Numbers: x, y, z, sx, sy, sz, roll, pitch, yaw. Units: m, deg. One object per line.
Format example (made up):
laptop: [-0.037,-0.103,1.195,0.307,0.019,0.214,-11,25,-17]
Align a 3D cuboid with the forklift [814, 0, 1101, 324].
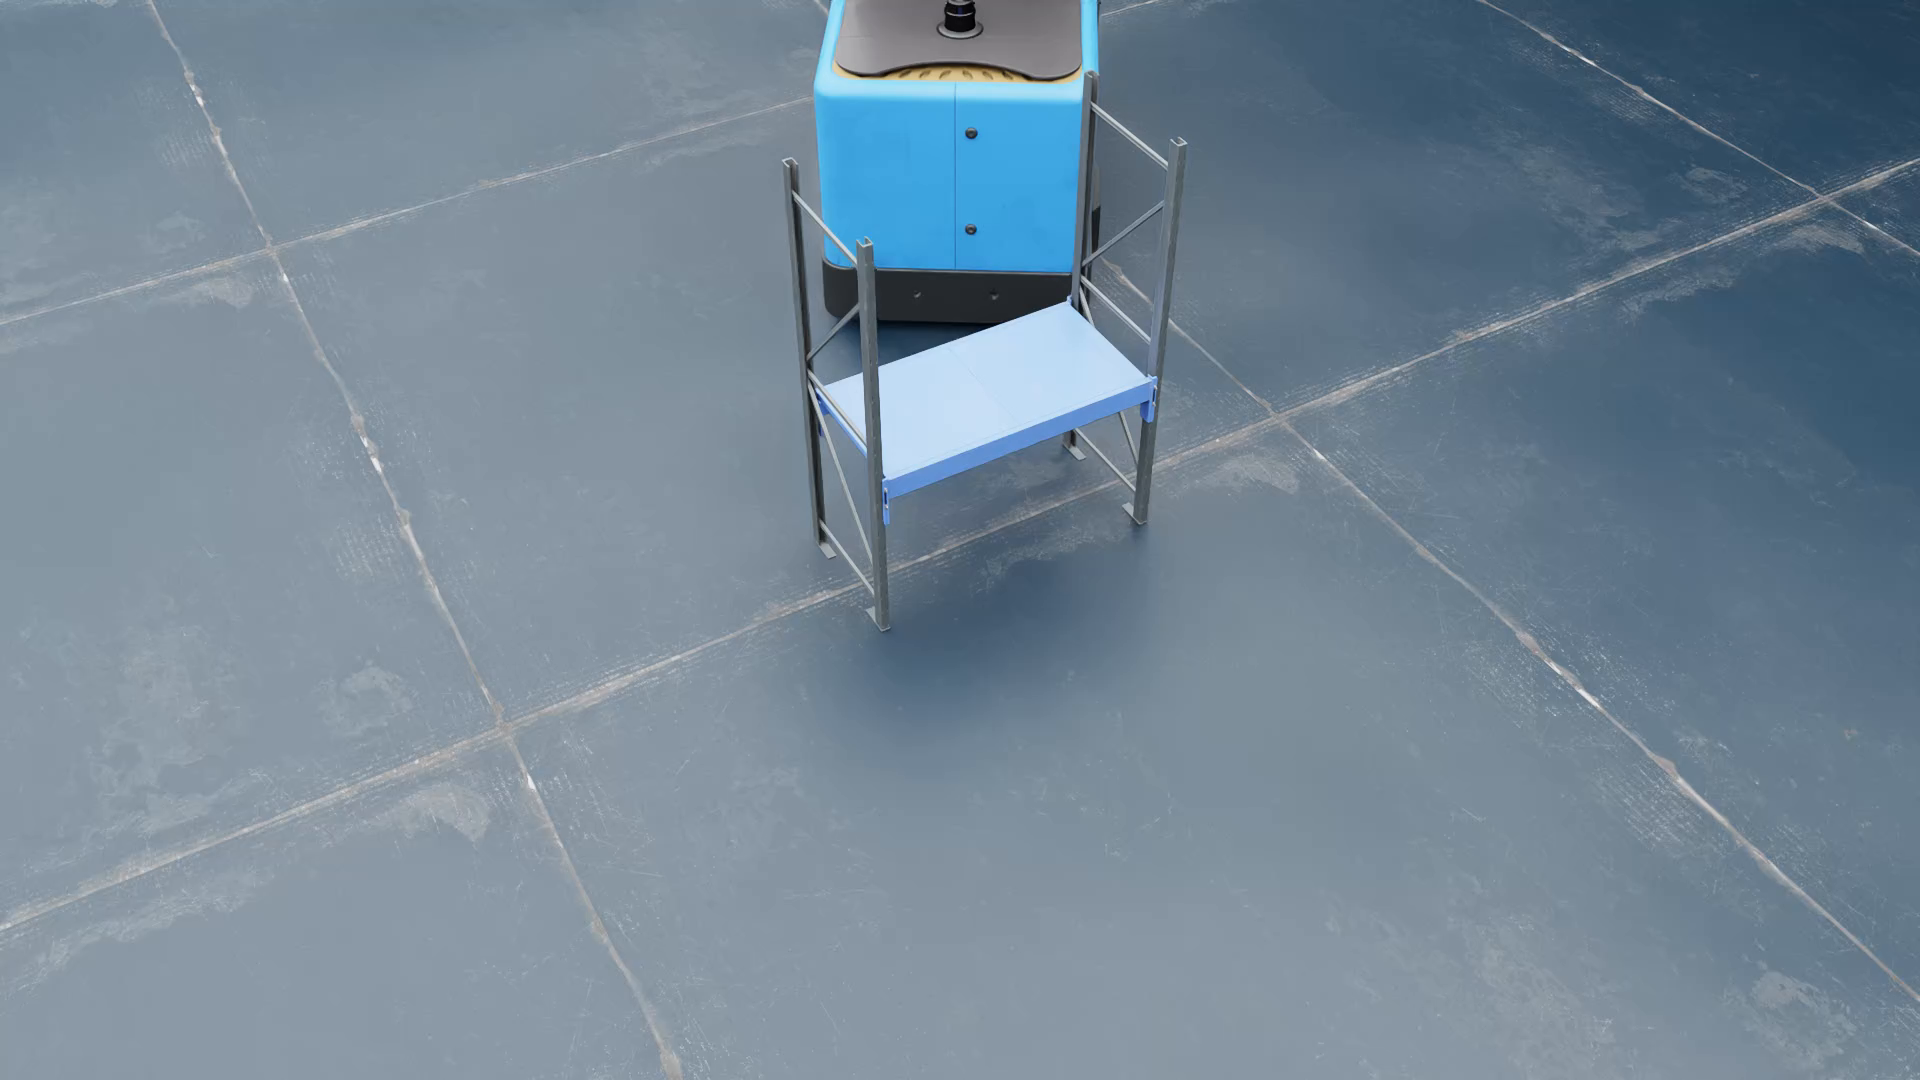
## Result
forklift: [0.051,-2.907,6.641,1.130,2.935,3.031,2,44,2]

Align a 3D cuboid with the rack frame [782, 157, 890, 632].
rack frame: [-0.367,-0.391,5.076,0.032,1.500,0.500,-22,48,-21]

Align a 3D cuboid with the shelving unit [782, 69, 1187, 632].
shelving unit: [0.074,-0.568,5.258,1.048,1.500,0.538,-22,48,-21]

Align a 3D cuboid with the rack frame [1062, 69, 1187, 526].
rack frame: [0.515,-0.744,5.440,0.032,1.500,0.500,-22,48,-21]

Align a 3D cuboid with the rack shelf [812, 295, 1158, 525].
rack shelf: [0.074,-0.439,5.383,1.000,0.185,0.538,-22,48,-21]
